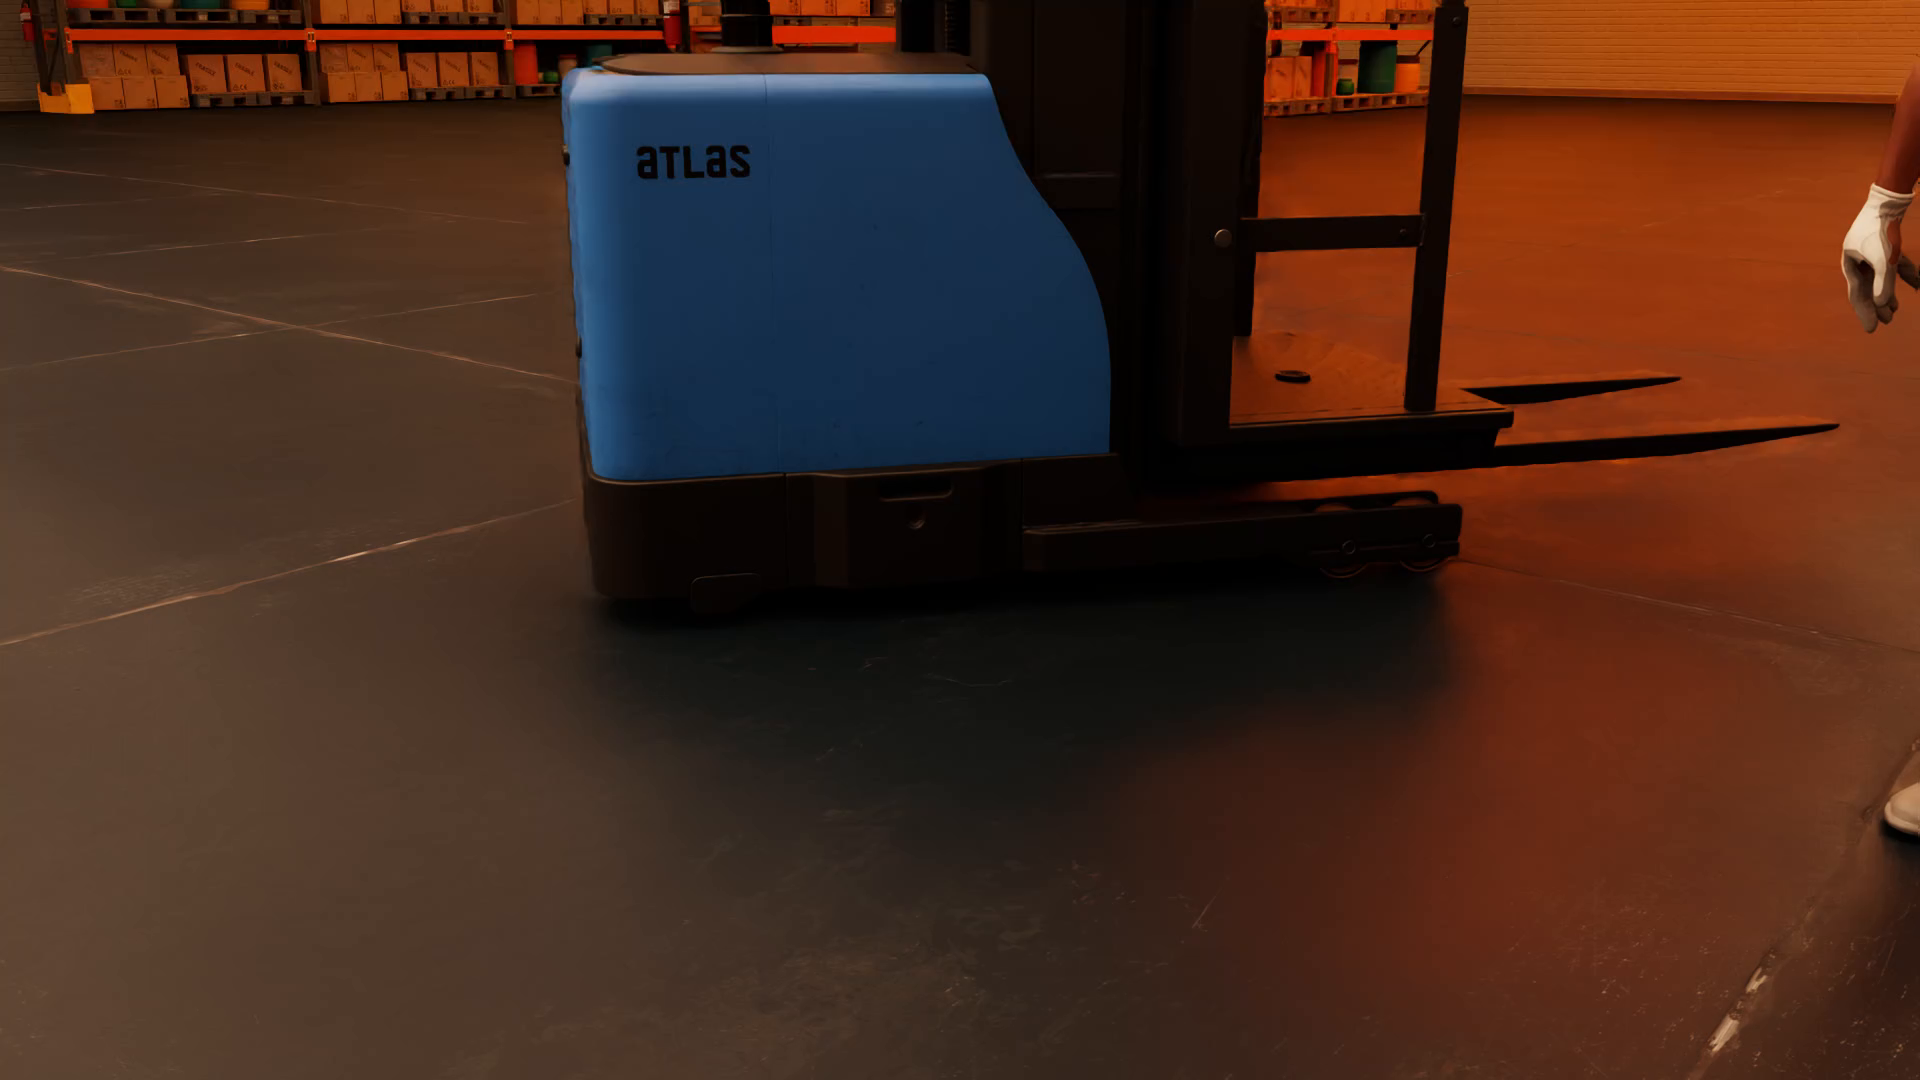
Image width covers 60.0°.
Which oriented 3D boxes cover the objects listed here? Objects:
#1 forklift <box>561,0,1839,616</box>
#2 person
[{"bbox_3d":[0.628,-1.461,3.710,3.031,2.935,1.130,-4,17,-13],"label":"forklift"},{"bbox_3d":[1.566,-0.371,2.162,0.441,1.744,0.873,-14,22,-39],"label":"person"}]
